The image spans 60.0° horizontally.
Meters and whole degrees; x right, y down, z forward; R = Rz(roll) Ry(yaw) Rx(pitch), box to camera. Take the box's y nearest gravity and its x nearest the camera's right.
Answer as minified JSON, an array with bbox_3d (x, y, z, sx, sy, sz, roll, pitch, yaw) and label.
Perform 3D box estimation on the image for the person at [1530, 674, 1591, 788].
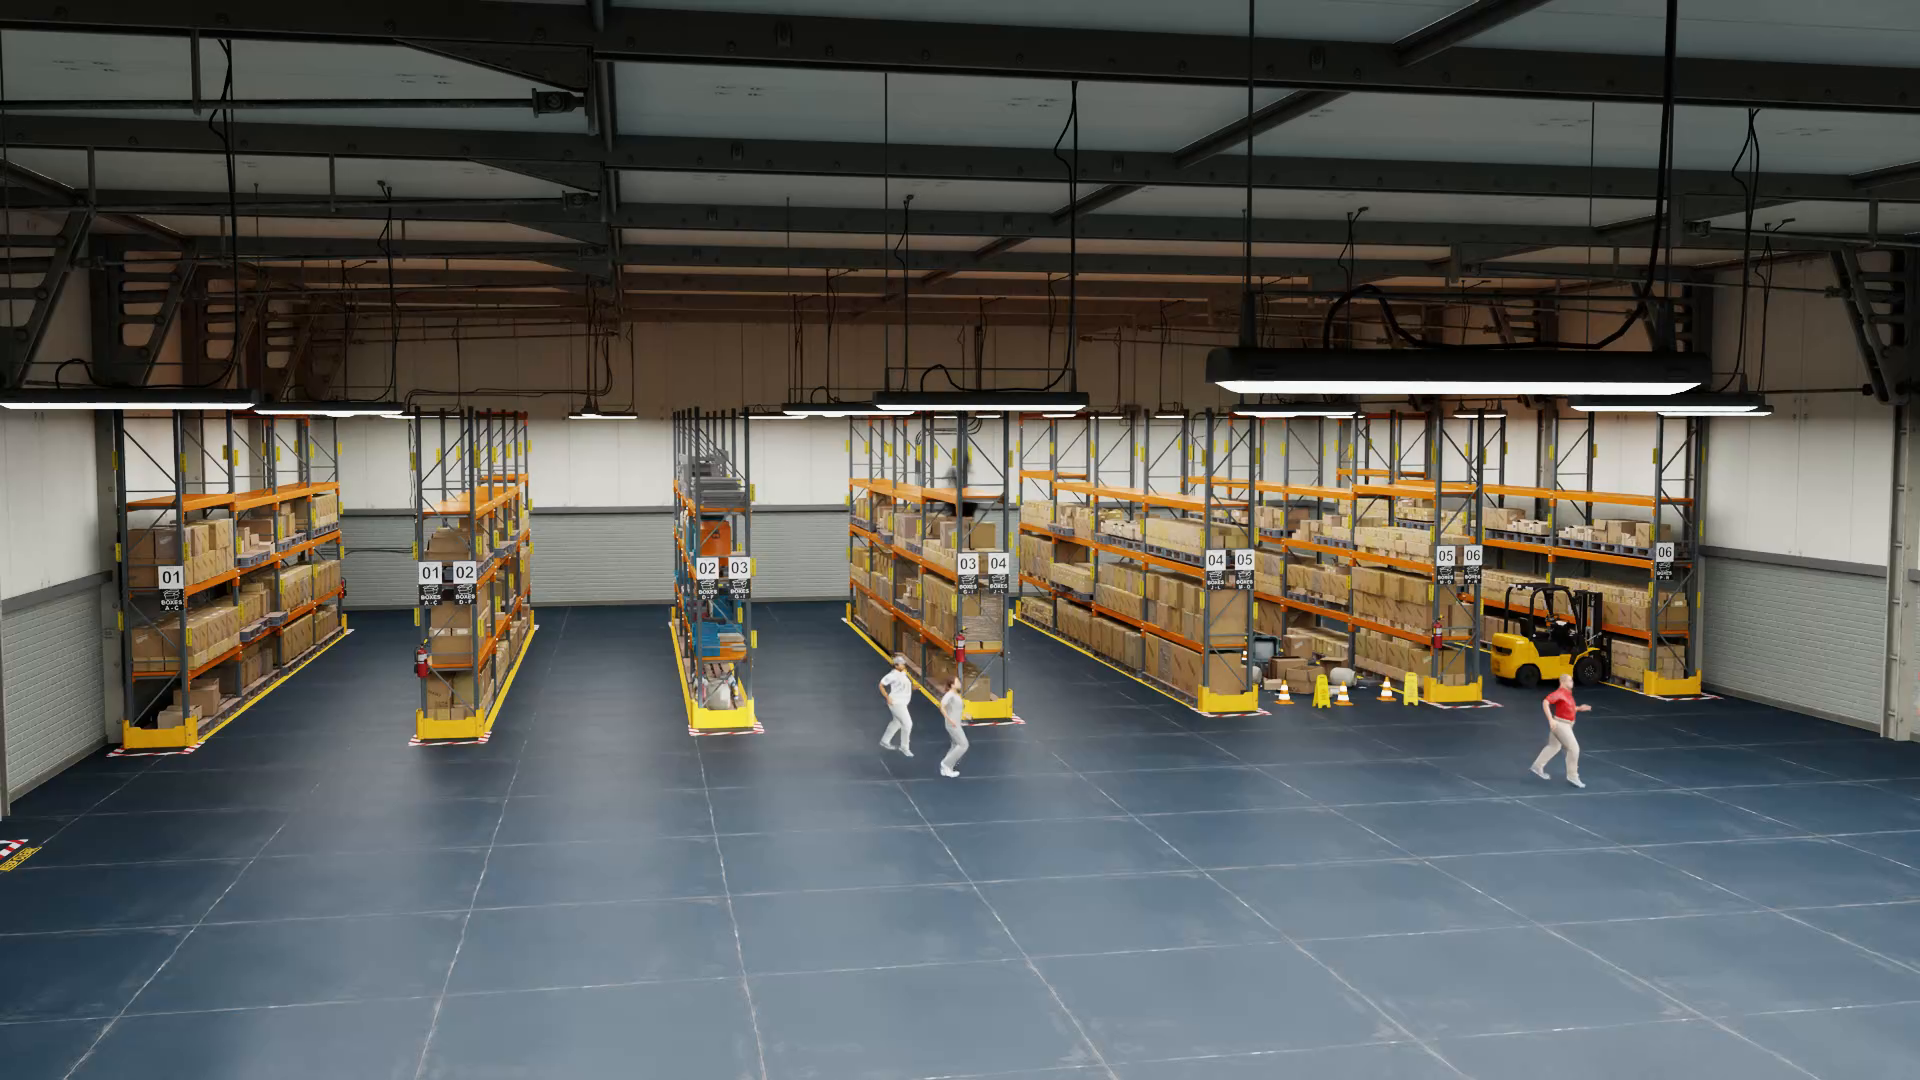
[{"bbox_3d":[9.473,2.992,26.236,0.893,1.789,0.634,2,4,22],"label":"person"}]

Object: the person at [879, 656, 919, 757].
[{"bbox_3d":[-1.066,2.864,28.614,0.754,1.730,0.581,1,4,19],"label":"person"}]

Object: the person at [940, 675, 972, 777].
[{"bbox_3d":[-0.068,2.996,26.773,0.514,1.642,0.545,1,4,11],"label":"person"}]
